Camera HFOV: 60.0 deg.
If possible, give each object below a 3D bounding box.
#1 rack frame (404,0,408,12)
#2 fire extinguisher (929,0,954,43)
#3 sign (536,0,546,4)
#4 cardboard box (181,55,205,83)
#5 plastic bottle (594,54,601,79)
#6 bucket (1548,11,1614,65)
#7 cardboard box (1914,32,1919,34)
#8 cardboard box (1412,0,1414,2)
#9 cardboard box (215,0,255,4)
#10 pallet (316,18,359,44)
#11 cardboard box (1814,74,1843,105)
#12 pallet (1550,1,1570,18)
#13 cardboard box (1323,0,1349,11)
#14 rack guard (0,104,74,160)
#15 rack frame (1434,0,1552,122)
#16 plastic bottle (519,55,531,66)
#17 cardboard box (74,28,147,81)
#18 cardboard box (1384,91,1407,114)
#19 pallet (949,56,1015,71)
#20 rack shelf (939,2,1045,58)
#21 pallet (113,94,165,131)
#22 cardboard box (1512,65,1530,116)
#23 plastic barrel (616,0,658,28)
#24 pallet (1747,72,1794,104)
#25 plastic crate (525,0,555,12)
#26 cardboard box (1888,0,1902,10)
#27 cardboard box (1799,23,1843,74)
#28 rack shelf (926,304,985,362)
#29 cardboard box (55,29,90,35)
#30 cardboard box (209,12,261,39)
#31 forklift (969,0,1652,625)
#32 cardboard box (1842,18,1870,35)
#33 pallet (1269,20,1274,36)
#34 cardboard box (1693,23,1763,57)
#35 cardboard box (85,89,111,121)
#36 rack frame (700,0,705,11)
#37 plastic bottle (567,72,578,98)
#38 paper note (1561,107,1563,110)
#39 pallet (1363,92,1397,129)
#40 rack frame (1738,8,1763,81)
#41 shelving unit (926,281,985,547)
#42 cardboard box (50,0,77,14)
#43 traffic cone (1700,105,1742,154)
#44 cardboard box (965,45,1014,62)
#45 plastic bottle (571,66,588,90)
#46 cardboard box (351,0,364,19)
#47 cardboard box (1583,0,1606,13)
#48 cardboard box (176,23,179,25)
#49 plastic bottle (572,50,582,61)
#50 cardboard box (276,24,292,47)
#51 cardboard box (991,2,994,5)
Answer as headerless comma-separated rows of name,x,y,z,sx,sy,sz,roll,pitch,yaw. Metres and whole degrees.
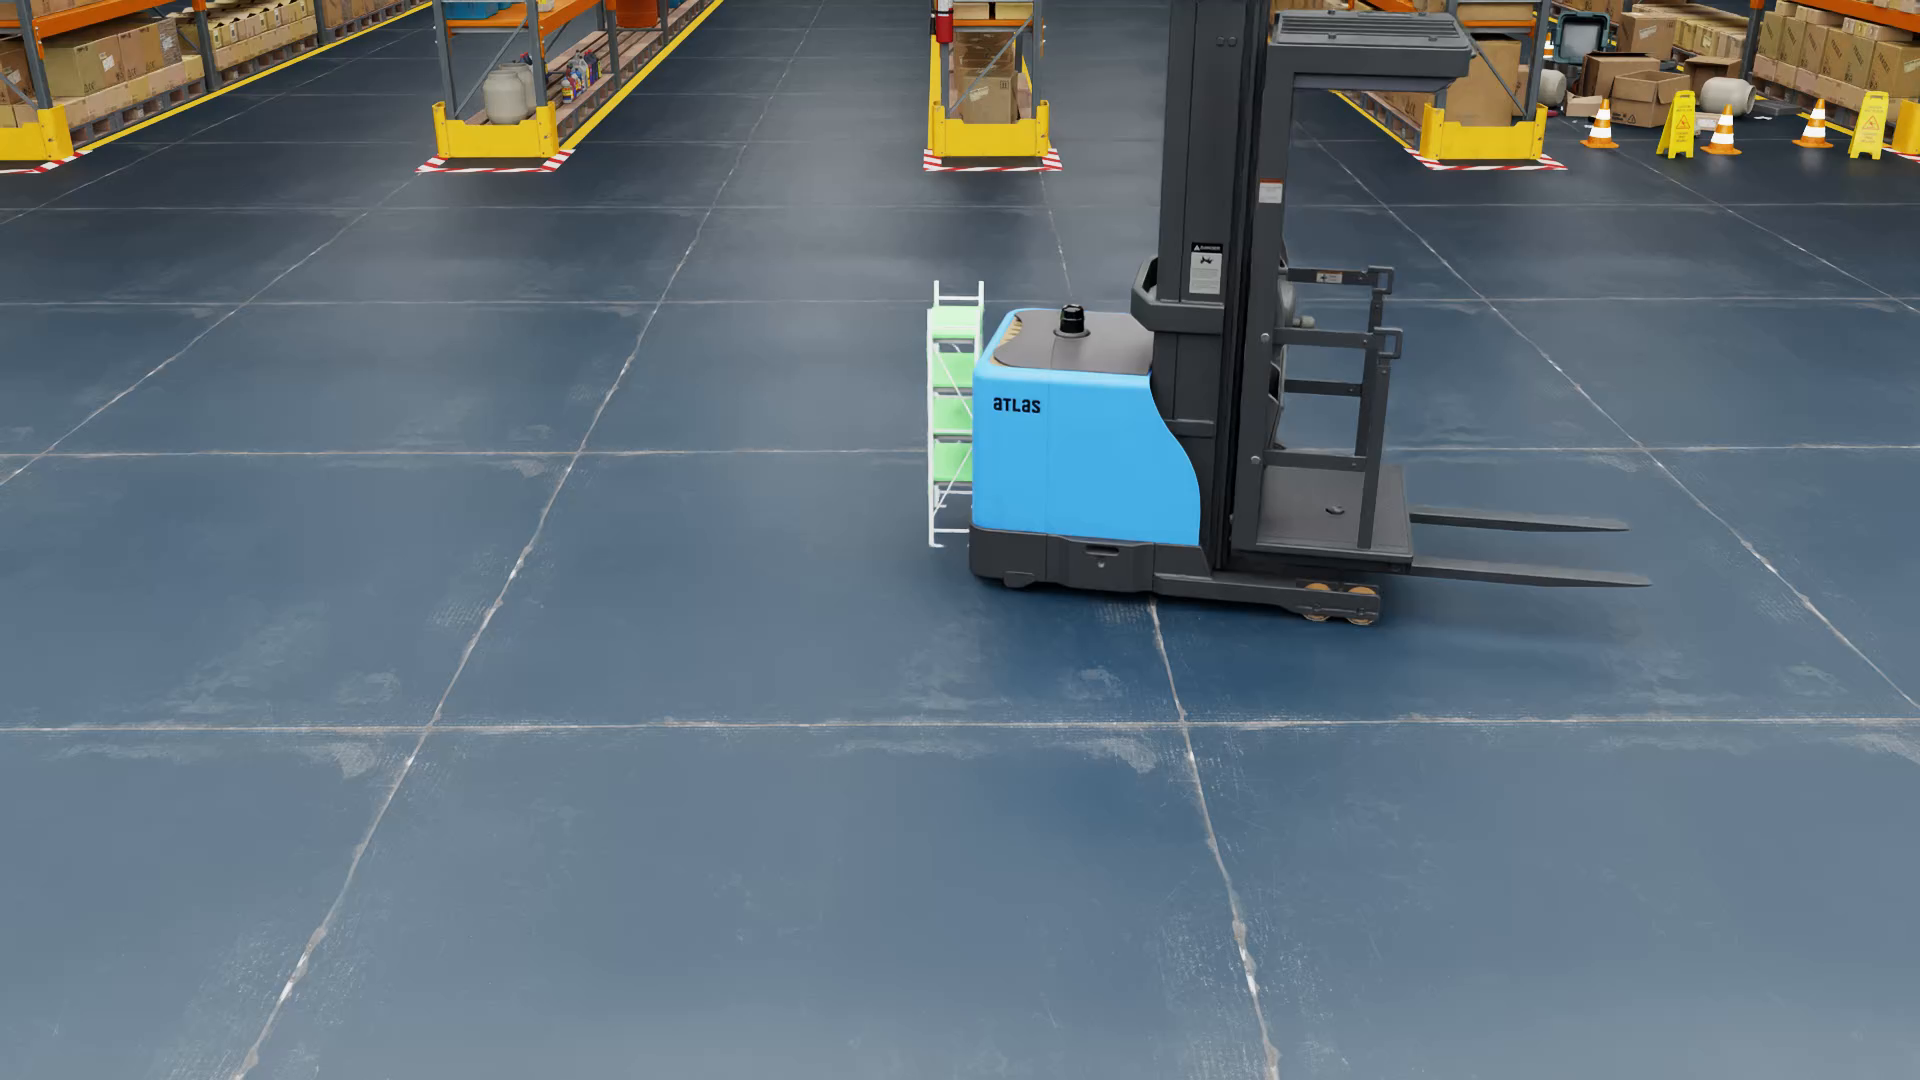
rack frame,-9.730,-10.192,27.146,1.000,3.000,0.127,0,24,-1
fire extinguisher,-0.153,-5.206,16.215,0.296,0.674,0.183,0,24,-1
sign,-4.096,-5.395,16.203,0.100,0.325,0.005,0,24,-1
cardboard box,-9.419,-5.644,19.917,0.500,0.250,0.500,0,24,-1
plastic bottle,-4.354,-5.683,19.937,0.061,0.283,0.133,1,24,2
bucket,7.531,-6.075,20.170,0.726,0.611,0.620,8,16,18
cardboard box,10.476,-5.381,18.424,0.500,0.500,0.500,0,24,0
cardboard box,5.310,-5.950,17.584,0.875,0.550,0.550,0,24,-1
cardboard box,-9.960,-7.305,22.907,0.500,0.311,0.500,-1,24,-2
pallet,-9.656,-7.581,24.757,1.003,0.211,1.213,0,24,-1
cardboard box,9.929,-5.035,18.569,0.500,0.250,0.500,-1,24,-2
pallet,10.169,-8.692,27.212,1.003,0.211,1.213,0,24,-1
cardboard box,5.127,-6.341,20.851,1.050,0.750,0.750,0,24,-1
rack guard,-9.599,-4.099,16.706,1.175,0.500,0.348,0,24,-1
rack frame,5.268,-5.271,16.265,1.000,3.000,0.127,0,24,-1
plastic bottle,-5.093,-5.498,19.446,0.144,0.351,0.185,-1,24,-3
cardboard box,-9.396,-5.368,18.396,0.500,0.500,0.500,0,24,-1
cardboard box,5.183,-5.136,18.035,0.875,0.875,0.875,-1,24,-1
pallet,0.253,-5.989,21.236,1.003,0.211,1.213,0,24,-1
rack shelf,0.285,-5.787,18.278,1.077,0.370,4.000,0,24,-1
pallet,-9.659,-4.793,18.592,1.003,0.211,1.213,0,24,-1
cardboard box,6.267,-5.147,19.020,0.500,0.500,0.500,4,25,9
plastic barrel,-4.755,-7.969,24.353,0.600,0.830,0.708,0,24,-1
pallet,10.215,-5.436,20.014,1.003,0.211,1.213,0,24,-1
plastic crate,-4.334,-5.518,17.131,0.298,0.136,0.250,0,24,-1
cardboard box,9.903,-5.583,17.260,0.380,0.149,0.250,-1,24,-1
cardboard box,9.931,-5.585,18.876,0.500,0.500,0.500,1,24,2
rack shelf,-0.018,-0.996,7.986,0.258,0.148,0.480,1,24,3
cardboard box,-9.932,-5.365,18.390,0.500,0.500,0.500,0,24,-1
cardboard box,-9.405,-6.681,21.528,0.500,0.311,0.500,-1,24,-2
forklift,1.612,-1.195,7.336,3.031,2.935,1.130,5,25,10
cardboard box,9.875,-5.603,18.128,0.380,0.149,0.250,1,24,2
pallet,5.173,-7.619,24.840,1.003,0.211,1.213,0,24,-1
cardboard box,10.153,-6.490,21.638,0.950,0.372,0.625,1,24,3
cardboard box,-9.391,-4.614,17.639,0.500,0.250,0.500,0,24,-1
rack frame,-4.777,-10.213,27.192,1.000,3.000,0.127,0,24,-1
plastic bottle,-4.358,-5.115,18.697,0.097,0.271,0.097,0,24,0
paper note,7.069,-5.012,19.304,0.172,0.023,0.155,8,26,18
pallet,5.170,-4.831,18.676,1.003,0.211,1.213,0,24,-1
rack frame,10.173,-6.983,20.051,1.000,3.000,0.127,0,24,-1
shelving unit,-0.018,-0.617,8.157,0.258,1.200,0.503,1,24,3
cardboard box,-9.602,-5.702,17.096,0.700,0.500,0.500,0,24,1
traffic cone,7.815,-4.206,16.987,0.336,0.463,0.334,0,24,-1
cardboard box,0.327,-5.335,18.929,0.500,0.500,0.500,-2,24,-5
plastic bottle,-4.391,-5.333,19.172,0.152,0.276,0.135,0,24,0
cardboard box,-9.417,-8.217,25.277,0.500,0.500,0.500,-1,24,-1
cardboard box,10.199,-8.507,25.489,0.875,0.875,0.875,0,24,0
cardboard box,-9.934,-6.255,20.588,0.500,0.311,0.500,0,24,-1
plastic bottle,-4.538,-5.645,19.773,0.144,0.351,0.185,0,24,-1
cardboard box,-9.425,-6.847,22.577,0.500,0.250,0.500,0,24,1
cardboard box,0.522,-5.810,17.760,0.380,0.149,0.250,0,24,-1
